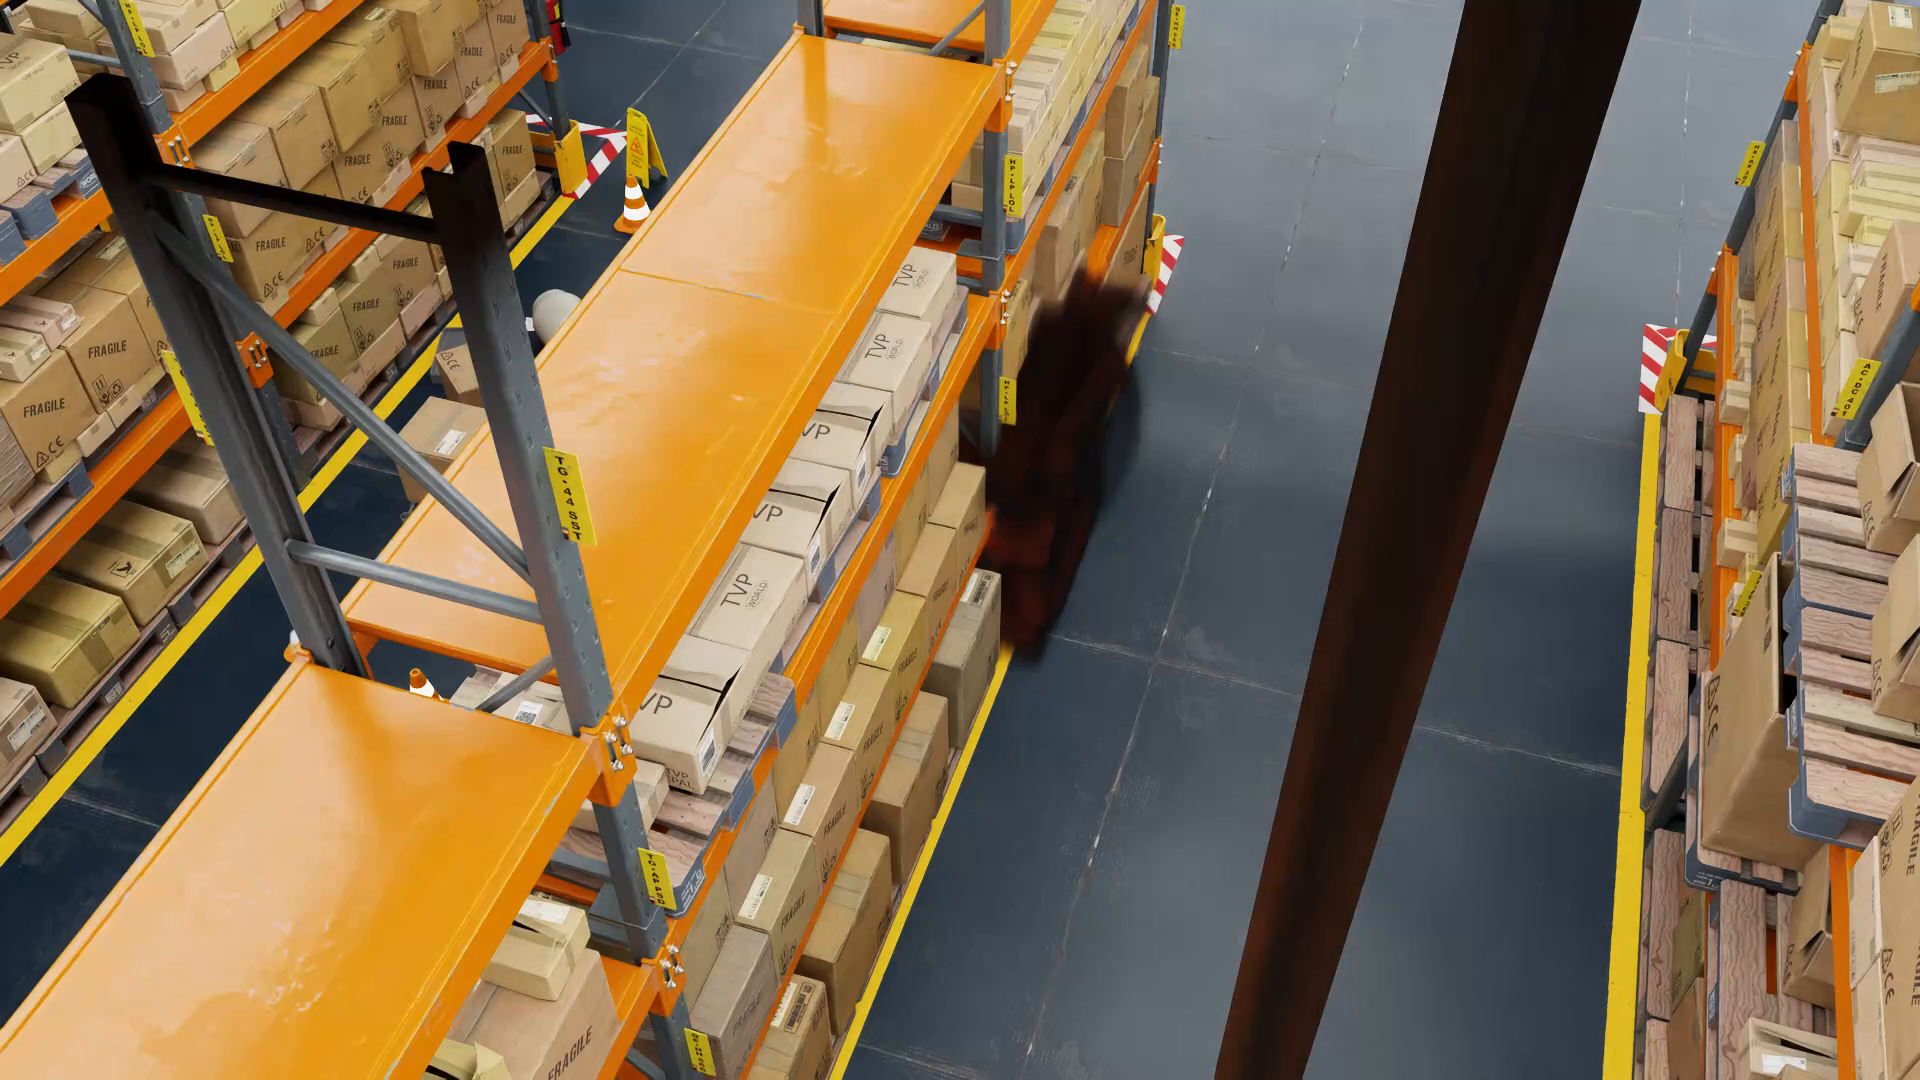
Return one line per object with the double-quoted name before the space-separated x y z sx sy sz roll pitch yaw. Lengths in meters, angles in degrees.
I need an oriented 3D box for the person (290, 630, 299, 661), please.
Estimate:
"person" -3.274 1.049 8.848 0.393 1.785 0.570 14 47 14
